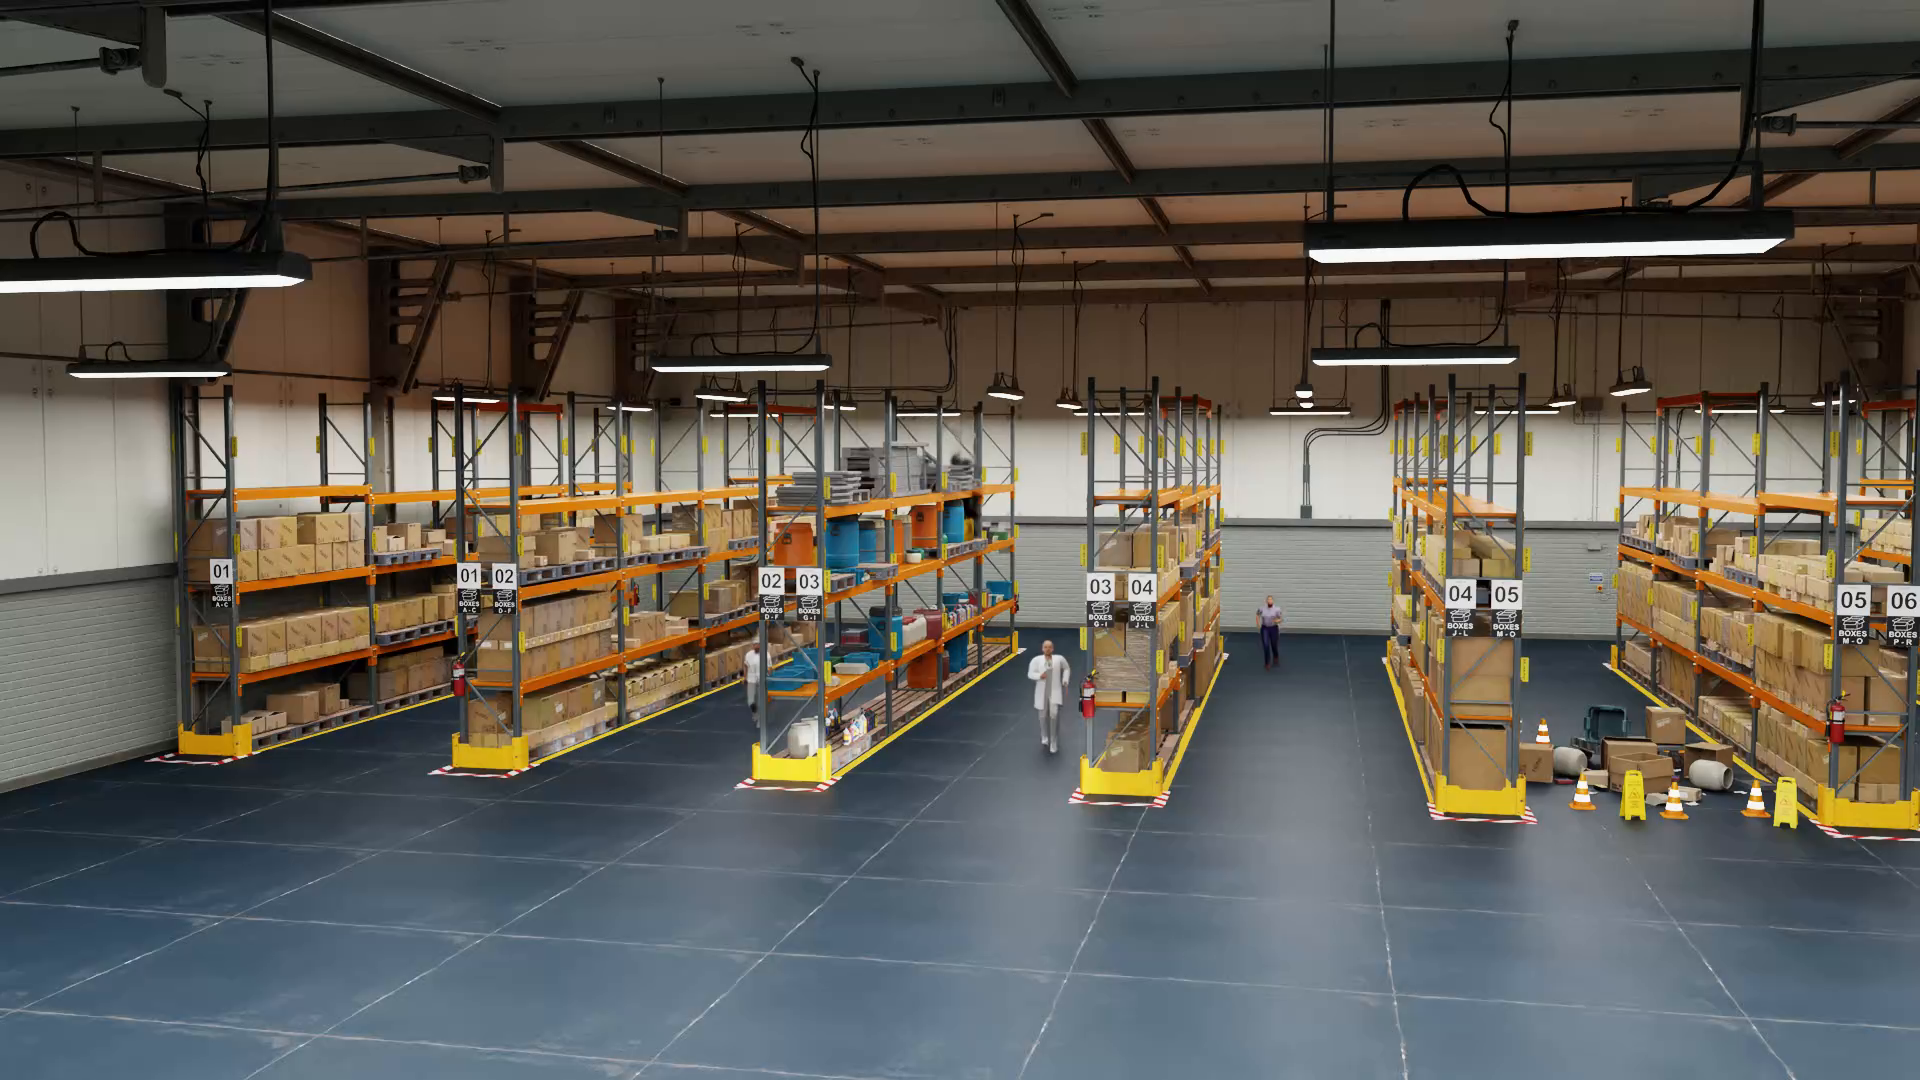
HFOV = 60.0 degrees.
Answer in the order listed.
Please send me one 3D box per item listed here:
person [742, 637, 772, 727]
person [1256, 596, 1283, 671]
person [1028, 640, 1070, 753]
[{"bbox_3d":[-3.616,2.527,29.552,0.559,1.644,0.586,0,3,5],"label":"person"},{"bbox_3d":[7.004,2.082,37.633,0.617,1.663,0.911,1,3,10],"label":"person"},{"bbox_3d":[1.457,2.579,27.482,0.661,1.850,0.841,0,3,7],"label":"person"}]
